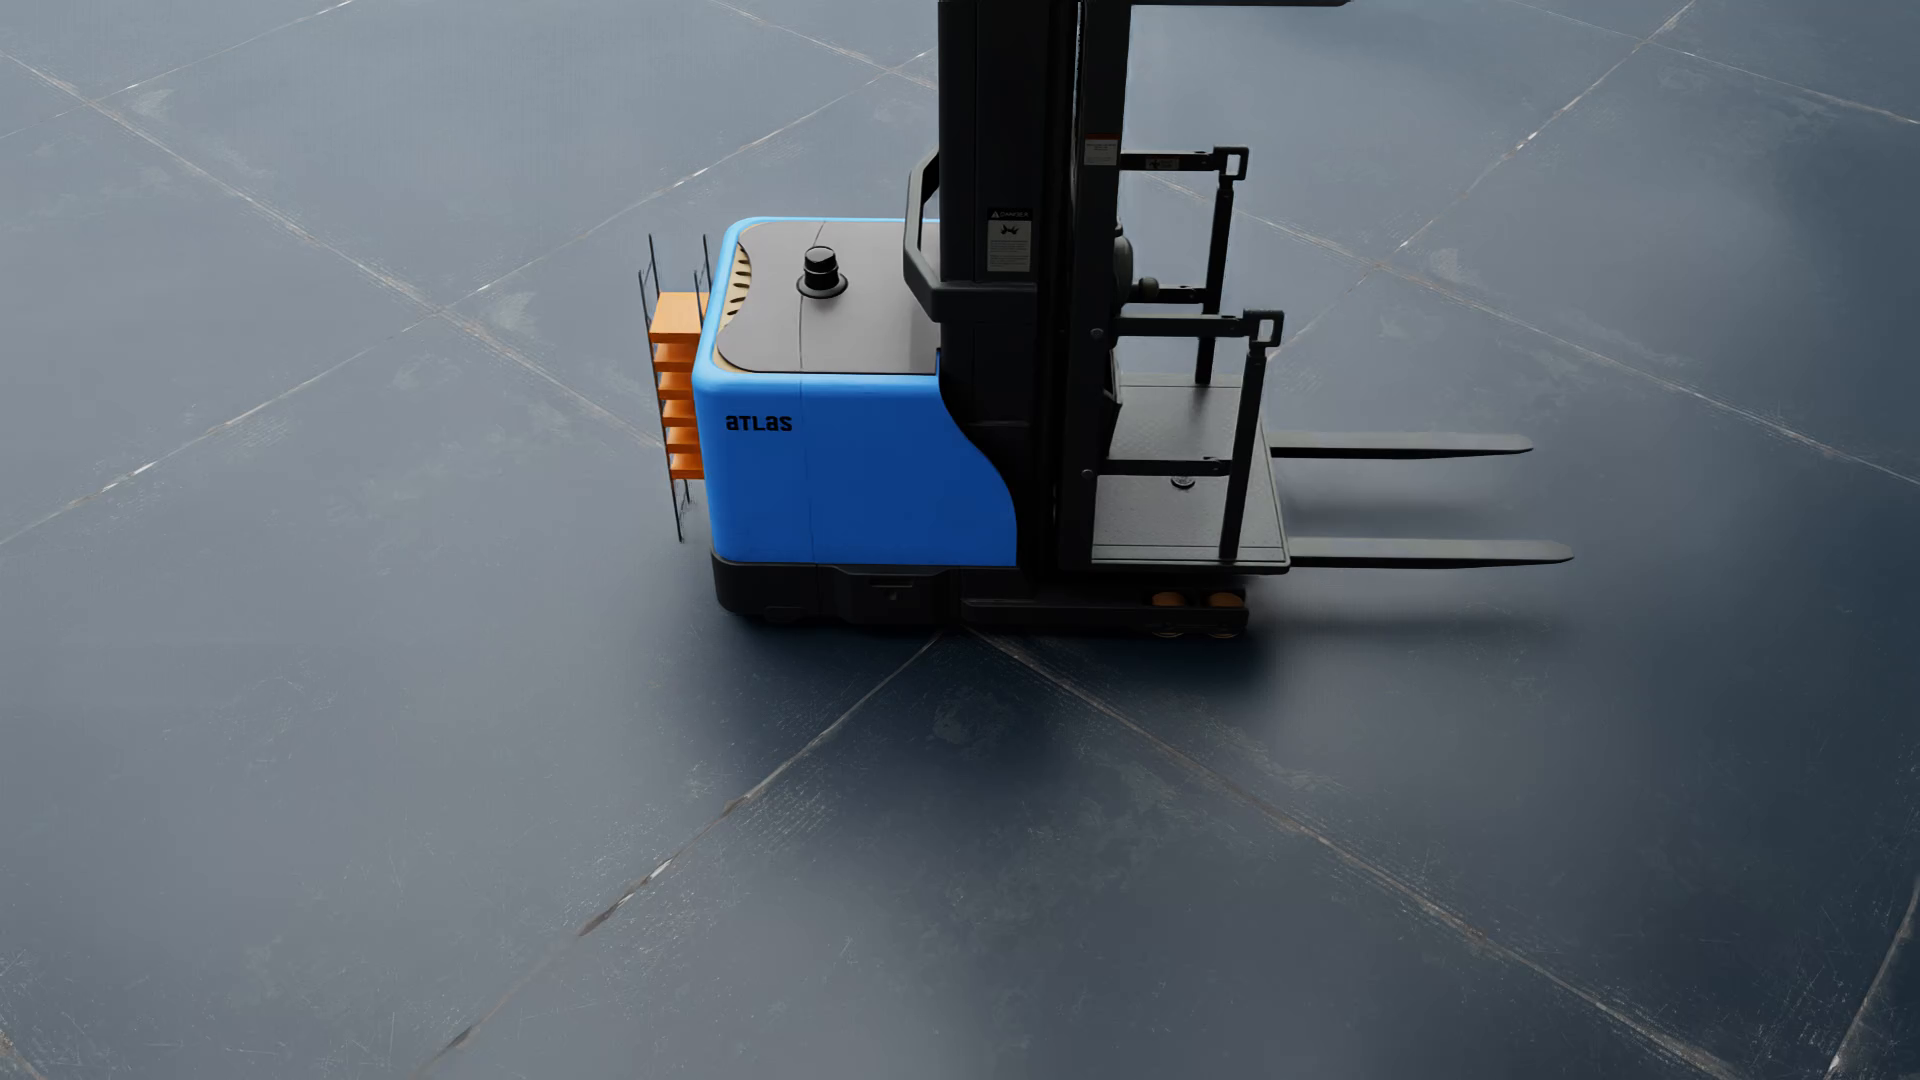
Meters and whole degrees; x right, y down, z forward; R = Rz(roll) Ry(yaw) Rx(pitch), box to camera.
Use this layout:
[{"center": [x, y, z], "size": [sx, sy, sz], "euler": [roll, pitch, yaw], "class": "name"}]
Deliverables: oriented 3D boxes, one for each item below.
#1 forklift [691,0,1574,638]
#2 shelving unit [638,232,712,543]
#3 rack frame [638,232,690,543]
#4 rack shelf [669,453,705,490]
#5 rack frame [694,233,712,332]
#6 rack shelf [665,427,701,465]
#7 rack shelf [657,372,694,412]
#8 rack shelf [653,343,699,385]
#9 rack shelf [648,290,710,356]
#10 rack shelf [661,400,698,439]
[{"center": [0.656, -1.102, 5.283], "size": [3.031, 2.935, 1.130], "euler": [1, 42, 1], "class": "forklift"}, {"center": [-0.955, -0.511, 5.920], "size": [0.189, 1.200, 0.258], "euler": [1, 42, 1], "class": "shelving unit"}, {"center": [-1.047, -0.512, 5.922], "size": [0.006, 1.200, 0.240], "euler": [1, 42, 1], "class": "rack frame"}, {"center": [-0.955, -0.301, 6.112], "size": [0.180, 0.103, 0.258], "euler": [1, 42, 1], "class": "rack shelf"}, {"center": [-0.864, -0.510, 5.919], "size": [0.006, 1.200, 0.240], "euler": [1, 42, 1], "class": "rack frame"}, {"center": [-0.955, -0.389, 6.031], "size": [0.180, 0.103, 0.258], "euler": [1, 42, 1], "class": "rack shelf"}, {"center": [-0.955, -0.567, 5.869], "size": [0.180, 0.103, 0.258], "euler": [1, 42, 1], "class": "rack shelf"}, {"center": [-0.955, -0.656, 5.789], "size": [0.180, 0.103, 0.258], "euler": [1, 42, 1], "class": "rack shelf"}, {"center": [-0.955, -0.745, 5.708], "size": [0.180, 0.103, 0.258], "euler": [1, 42, 1], "class": "rack shelf"}, {"center": [-0.955, -0.478, 5.950], "size": [0.180, 0.103, 0.258], "euler": [1, 42, 1], "class": "rack shelf"}]
